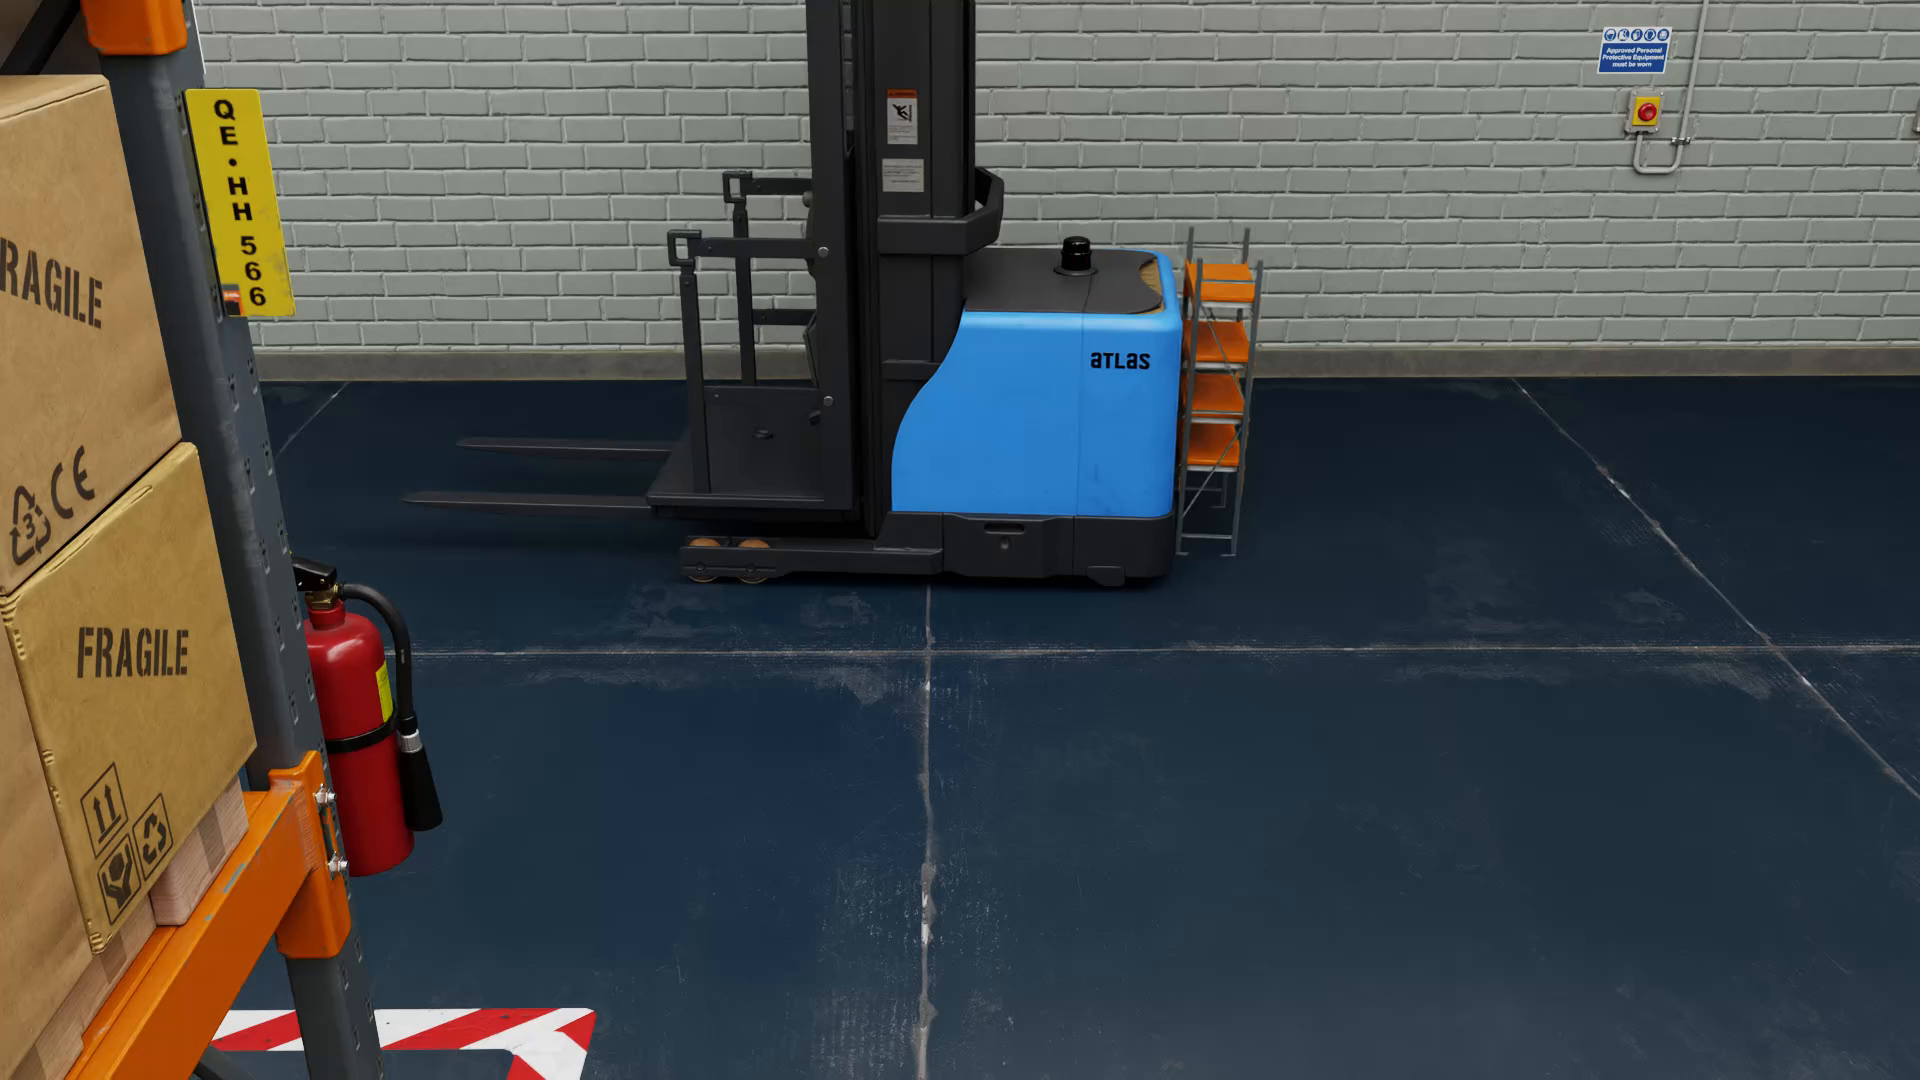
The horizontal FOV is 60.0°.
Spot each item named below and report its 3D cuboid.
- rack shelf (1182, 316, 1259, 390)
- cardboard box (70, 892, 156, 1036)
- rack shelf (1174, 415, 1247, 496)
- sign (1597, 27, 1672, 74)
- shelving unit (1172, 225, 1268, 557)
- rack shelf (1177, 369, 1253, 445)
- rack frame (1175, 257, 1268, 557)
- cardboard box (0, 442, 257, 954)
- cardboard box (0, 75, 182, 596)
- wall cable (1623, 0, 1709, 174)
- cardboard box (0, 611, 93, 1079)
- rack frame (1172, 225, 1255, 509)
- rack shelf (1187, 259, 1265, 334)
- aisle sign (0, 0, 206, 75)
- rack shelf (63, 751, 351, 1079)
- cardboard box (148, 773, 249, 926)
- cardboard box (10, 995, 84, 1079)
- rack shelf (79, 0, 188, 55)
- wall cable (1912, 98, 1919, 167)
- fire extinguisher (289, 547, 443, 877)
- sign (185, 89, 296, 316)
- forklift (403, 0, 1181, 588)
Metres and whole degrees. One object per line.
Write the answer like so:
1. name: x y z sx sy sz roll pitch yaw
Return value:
1. rack shelf: 1.014 -0.730 6.519 0.258 0.148 0.480 3 24 3
2. cardboard box: -1.330 0.538 2.225 0.380 0.149 0.250 0 24 -1
3. rack shelf: 1.001 -0.346 6.694 0.258 0.148 0.480 3 24 3
4. sign: 3.233 -2.348 7.973 0.327 0.218 0.001 0 24 -1
5. shelving unit: 1.009 -0.588 6.584 0.258 1.200 0.503 3 24 3
6. rack shelf: 1.007 -0.527 6.612 0.258 0.148 0.480 3 24 3
7. rack frame: 0.993 -0.488 6.362 0.240 1.200 0.015 3 24 3
8. cardboard box: -1.319 0.191 2.206 0.500 0.500 0.500 0 24 1
9. cardboard box: -1.328 -0.261 1.992 0.500 0.500 0.500 -1 24 -2
10. wall cable: 3.282 -2.677 7.757 0.585 1.953 0.123 0 24 -1
11. cardboard box: -1.319 0.403 1.737 0.500 0.500 0.500 -1 24 -1
12. rack frame: 1.025 -0.688 6.806 0.240 1.200 0.015 3 24 3
13. rack shelf: 1.021 -0.946 6.422 0.258 0.148 0.480 3 24 3
14. aisle sign: -1.282 -1.028 2.228 0.394 0.787 0.004 0 24 -1
15. rack shelf: -1.560 1.340 1.021 1.077 0.370 4.000 0 24 -1
16. cardboard box: -1.296 0.435 2.452 0.380 0.149 0.250 0 24 0
17. cardboard box: -1.313 0.641 1.997 0.380 0.149 0.250 0 24 -1
18. rack shelf: -1.560 -0.027 0.403 1.077 0.370 4.000 0 24 -1
19. wall cable: 4.700 -2.674 7.788 0.588 1.984 0.122 0 24 -1
20. fire extinguisher: -1.123 0.287 3.021 0.296 0.674 0.183 0 24 -1
21. sign: -1.027 -0.478 2.378 0.100 0.325 0.005 0 24 -1
22. forklift: -0.672 -1.388 6.262 3.031 2.935 1.130 2 24 4
